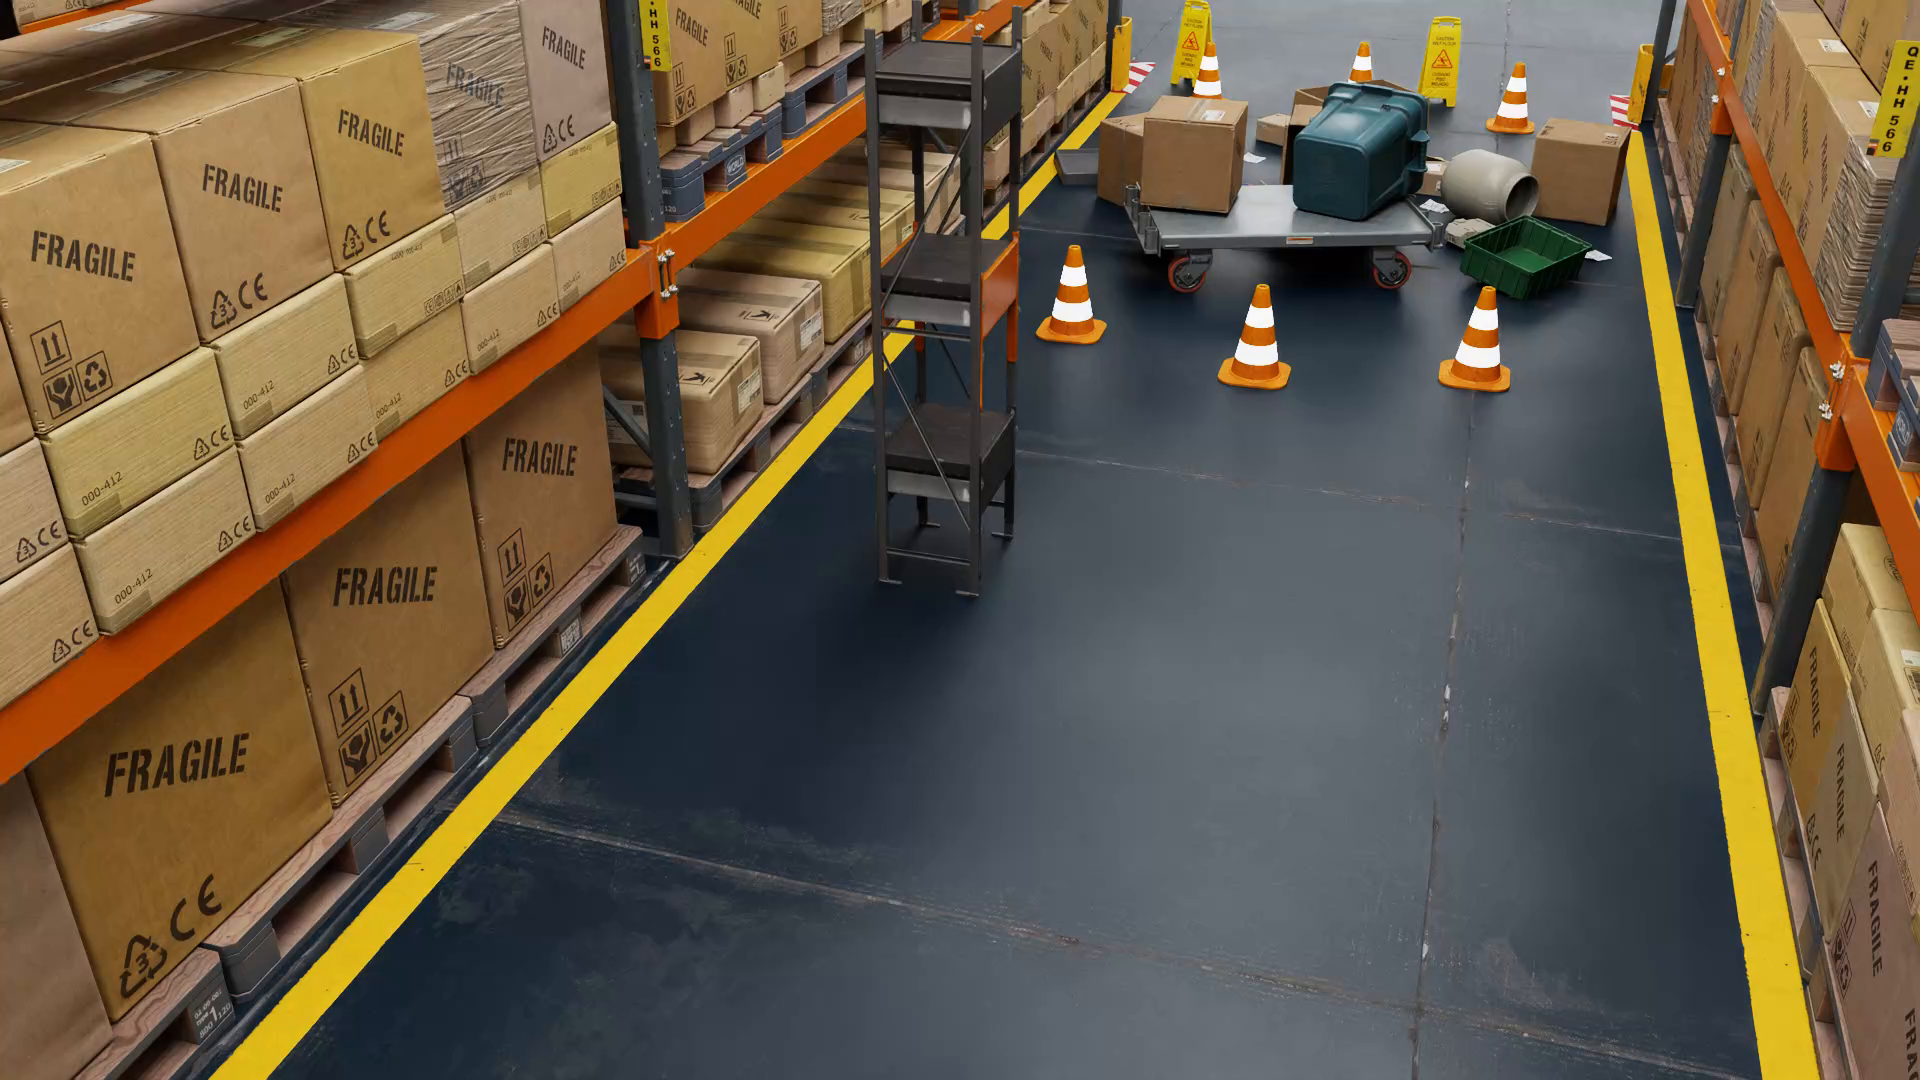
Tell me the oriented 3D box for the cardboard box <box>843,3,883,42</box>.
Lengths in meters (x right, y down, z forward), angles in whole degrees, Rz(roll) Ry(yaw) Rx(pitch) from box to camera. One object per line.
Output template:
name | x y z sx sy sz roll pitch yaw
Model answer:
cardboard box | -0.591 -2.505 7.994 0.380 0.149 0.250 8 30 15

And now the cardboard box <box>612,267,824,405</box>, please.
cardboard box | -1.180 -0.963 7.667 0.950 0.372 0.625 8 30 14

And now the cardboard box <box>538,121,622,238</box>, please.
cardboard box | -1.464 -1.215 5.488 0.500 0.250 0.500 8 30 15

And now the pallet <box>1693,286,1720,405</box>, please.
pallet | 4.217 -0.935 8.213 1.003 0.211 1.213 8 30 15

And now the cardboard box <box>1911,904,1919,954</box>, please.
cardboard box | 2.305 0.909 3.397 0.500 0.250 0.500 7 30 13

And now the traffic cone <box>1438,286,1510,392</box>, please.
traffic cone | 2.534 -1.006 8.083 0.336 0.463 0.334 8 30 15

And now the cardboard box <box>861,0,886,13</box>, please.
cardboard box | -0.608 -2.822 7.897 0.500 0.500 0.500 10 30 17

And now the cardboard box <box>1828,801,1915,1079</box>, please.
cardboard box | 2.455 1.011 3.987 0.500 0.500 0.500 8 30 14

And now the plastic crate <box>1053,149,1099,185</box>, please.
plastic crate | 0.854 -2.519 11.195 0.402 0.080 0.583 -1 29 -3

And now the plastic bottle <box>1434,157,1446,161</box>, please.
plastic bottle | 3.227 -2.511 11.200 0.133 0.061 0.283 -1 29 -3

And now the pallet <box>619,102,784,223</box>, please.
pallet | -1.457 -1.586 6.712 1.213 0.211 1.003 8 30 15

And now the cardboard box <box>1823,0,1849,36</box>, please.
cardboard box | 3.933 -2.298 6.663 0.700 0.500 0.500 9 30 15

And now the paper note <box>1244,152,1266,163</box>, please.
paper note | 2.016 -2.642 11.479 0.148 0.019 0.142 20 35 32

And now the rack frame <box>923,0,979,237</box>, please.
rack frame | -0.390 -3.182 9.384 1.000 3.000 0.127 8 30 15

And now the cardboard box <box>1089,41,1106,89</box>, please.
cardboard box | 0.797 -3.598 12.528 0.500 0.250 0.500 8 30 15

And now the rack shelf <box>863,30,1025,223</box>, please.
rack shelf | -0.049 -1.440 5.768 0.431 0.518 0.480 8 30 15

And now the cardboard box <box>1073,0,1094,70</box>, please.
cardboard box | 0.648 -3.698 11.937 0.500 0.500 0.500 10 31 17

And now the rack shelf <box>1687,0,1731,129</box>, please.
rack shelf | 4.958 -3.138 10.045 1.077 0.370 4.000 8 30 15

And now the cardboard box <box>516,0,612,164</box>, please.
cardboard box | -1.466 -1.526 5.276 0.500 0.500 0.500 8 30 14

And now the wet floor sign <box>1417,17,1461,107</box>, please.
wet floor sign | 3.661 -3.649 12.645 0.267 0.644 0.232 3 29 6

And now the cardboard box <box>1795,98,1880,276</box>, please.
cardboard box | 3.220 -1.187 5.695 0.500 0.500 0.500 8 30 15

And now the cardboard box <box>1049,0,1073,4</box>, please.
cardboard box | 0.599 -3.806 11.463 0.380 0.149 0.250 10 31 17

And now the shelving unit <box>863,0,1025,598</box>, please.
shelving unit | -0.049 -0.841 6.101 0.431 2.100 0.503 8 30 15

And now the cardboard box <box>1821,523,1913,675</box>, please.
cardboard box | 2.763 0.203 4.667 0.500 0.250 0.500 7 30 13

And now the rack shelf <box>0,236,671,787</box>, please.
rack shelf | -2.151 -0.079 4.547 1.077 0.370 4.000 8 30 15

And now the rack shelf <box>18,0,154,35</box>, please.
rack shelf | -5.724 -2.645 9.159 1.077 0.370 4.000 8 30 15

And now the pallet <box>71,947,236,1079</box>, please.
pallet | -2.584 1.385 4.043 1.003 0.211 1.213 8 30 15

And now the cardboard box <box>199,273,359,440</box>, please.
cardboard box | -1.894 -0.494 4.192 0.500 0.250 0.500 8 30 13

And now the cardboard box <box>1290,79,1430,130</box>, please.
cardboard box | 2.688 -2.772 11.216 0.797 0.503 0.637 -12 31 -20

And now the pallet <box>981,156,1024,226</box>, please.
pallet | -0.227 -2.281 10.632 1.003 0.211 1.213 8 30 15

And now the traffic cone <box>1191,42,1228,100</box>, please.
traffic cone | 1.891 -3.548 12.652 0.336 0.463 0.334 8 30 15

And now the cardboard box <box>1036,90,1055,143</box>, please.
cardboard box | 0.340 -2.896 11.267 0.500 0.250 0.500 8 30 14

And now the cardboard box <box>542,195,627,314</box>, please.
cardboard box | -1.465 -0.985 5.590 0.500 0.250 0.500 7 30 13

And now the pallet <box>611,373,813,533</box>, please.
pallet | -1.334 -0.467 7.373 1.003 0.211 1.213 8 30 15

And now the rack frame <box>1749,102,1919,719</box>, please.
rack frame | 3.197 -0.664 4.857 1.000 3.000 0.127 8 30 15

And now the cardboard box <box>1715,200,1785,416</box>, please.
cardboard box | 3.988 -0.974 7.297 1.050 0.750 0.750 8 30 15

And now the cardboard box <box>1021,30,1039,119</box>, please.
cardboard box | 0.187 -2.978 10.642 0.500 0.500 0.500 10 31 17

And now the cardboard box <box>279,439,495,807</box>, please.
cardboard box | -2.112 0.145 5.157 0.875 0.875 0.875 9 30 15

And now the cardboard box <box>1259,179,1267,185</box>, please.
cardboard box | 1.901 -2.060 10.179 0.258 0.266 0.396 -12 31 -20

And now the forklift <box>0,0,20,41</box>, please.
forklift | -3.393 -1.153 5.807 1.130 2.935 3.031 8 30 14

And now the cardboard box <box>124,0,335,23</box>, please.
cardboard box | -2.079 -1.377 5.009 0.500 0.500 0.500 9 30 15

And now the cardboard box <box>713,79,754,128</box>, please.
cardboard box | -1.052 -1.768 6.670 0.380 0.149 0.250 7 30 12

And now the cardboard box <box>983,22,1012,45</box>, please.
cardboard box | 0.135 -3.060 10.123 0.380 0.149 0.250 9 30 16

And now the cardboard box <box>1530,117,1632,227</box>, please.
cardboard box | 3.846 -2.299 10.366 0.500 0.500 0.500 14 32 23

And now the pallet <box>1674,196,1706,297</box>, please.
pallet | 4.669 -1.646 9.492 1.003 0.211 1.213 8 30 15

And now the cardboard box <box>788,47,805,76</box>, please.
cardboard box | -0.910 -2.153 7.362 0.380 0.149 0.250 10 31 17

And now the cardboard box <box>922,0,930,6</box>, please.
cardboard box | -0.372 -2.857 8.627 0.380 0.149 0.250 8 30 13

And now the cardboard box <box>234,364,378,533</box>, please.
cardboard box | -1.885 -0.273 4.310 0.500 0.250 0.500 8 30 14

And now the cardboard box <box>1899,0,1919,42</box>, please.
cardboard box | 3.486 -1.587 5.385 0.700 0.500 0.500 8 30 14

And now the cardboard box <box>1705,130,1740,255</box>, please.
cardboard box | 4.623 -2.060 9.121 0.875 0.875 0.875 9 30 16

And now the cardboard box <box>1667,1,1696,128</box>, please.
cardboard box | 5.410 -3.312 11.372 0.875 0.875 0.875 9 30 15

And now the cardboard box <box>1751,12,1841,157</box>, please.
cardboard box | 3.663 -1.894 6.965 0.500 0.500 0.500 8 30 15

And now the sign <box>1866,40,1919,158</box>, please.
sign | 2.666 -1.247 4.716 0.100 0.325 0.005 8 30 15

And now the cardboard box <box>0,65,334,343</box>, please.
cardboard box | -1.916 -0.823 4.012 0.500 0.500 0.500 8 30 14

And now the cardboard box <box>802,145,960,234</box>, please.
cardboard box | -0.542 -1.973 9.482 0.950 0.372 0.625 9 30 16

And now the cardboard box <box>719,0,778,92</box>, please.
cardboard box | -1.065 -2.100 6.598 0.500 0.500 0.500 10 31 17

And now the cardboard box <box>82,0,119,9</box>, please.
cardboard box | -5.177 -3.317 9.781 0.500 0.250 0.500 8 30 15

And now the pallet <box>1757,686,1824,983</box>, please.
pallet | 2.966 0.918 4.883 1.003 0.211 1.213 8 30 15
